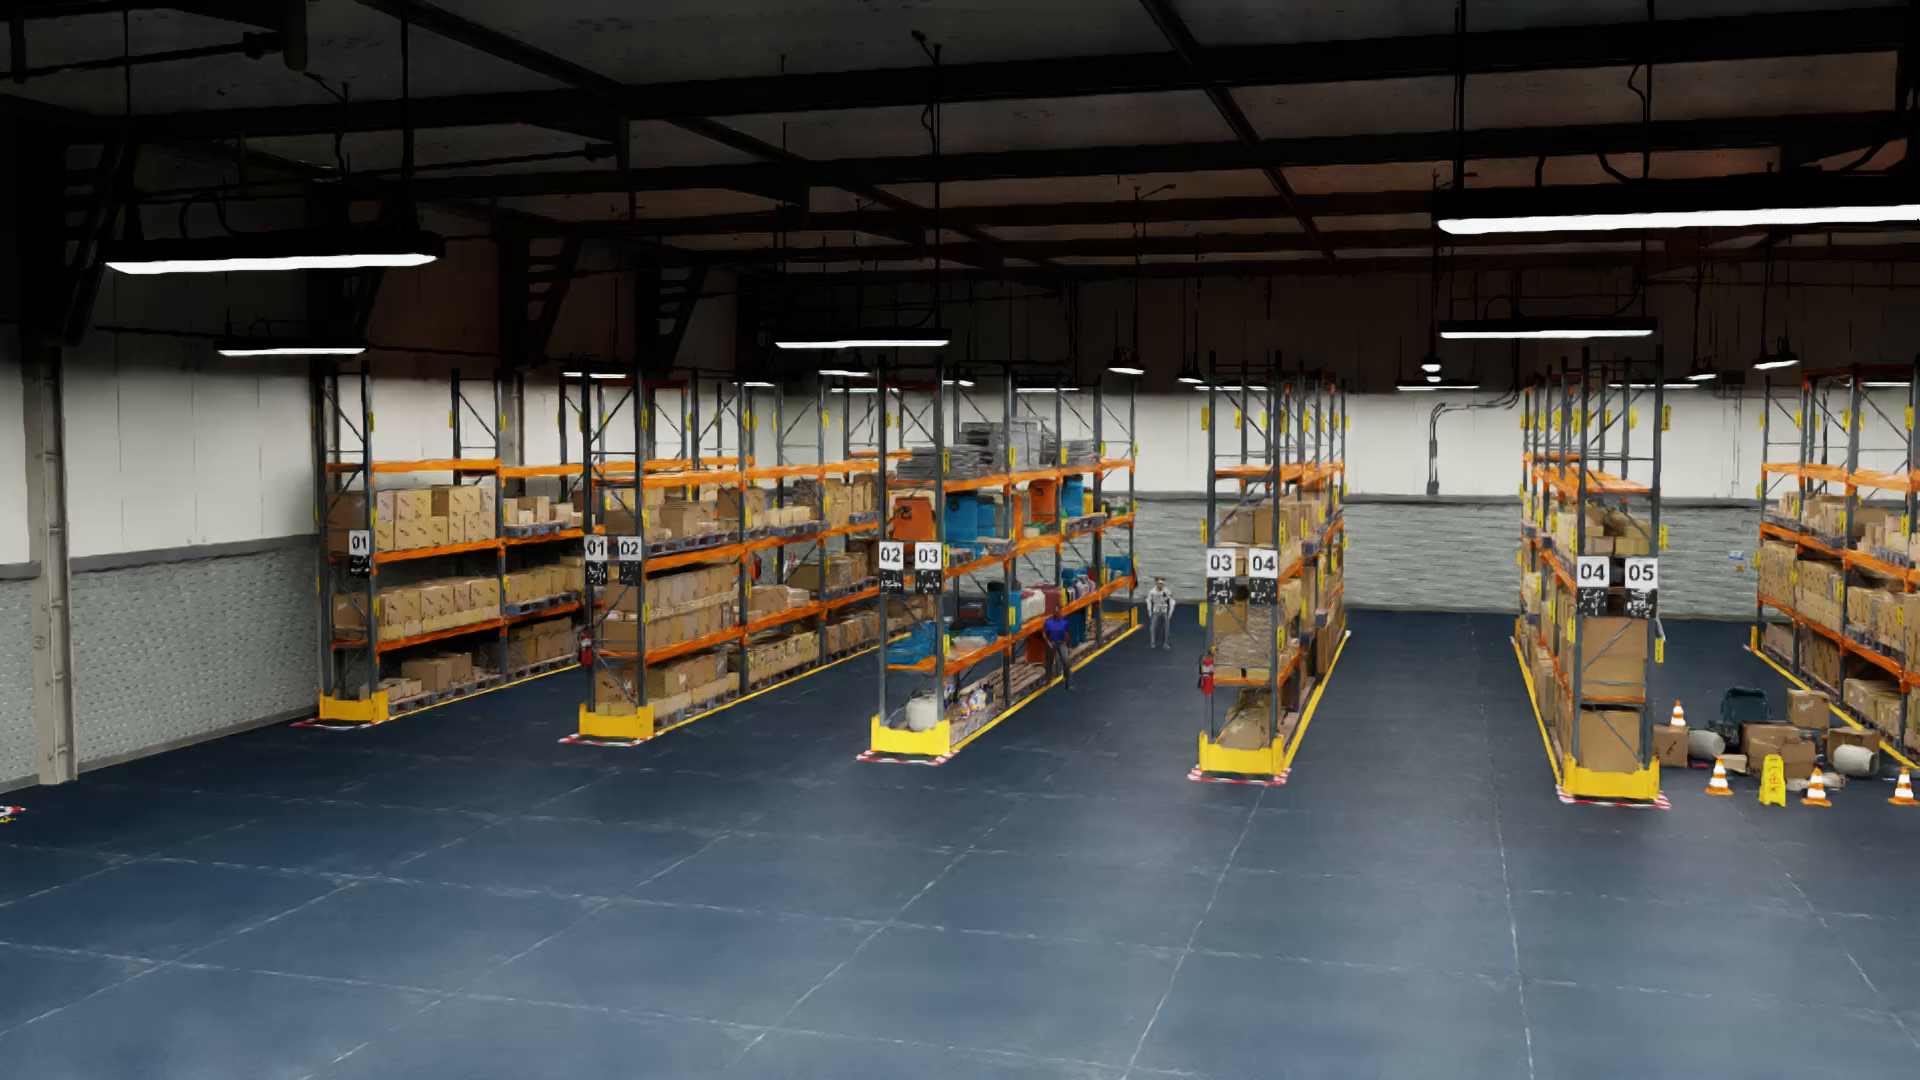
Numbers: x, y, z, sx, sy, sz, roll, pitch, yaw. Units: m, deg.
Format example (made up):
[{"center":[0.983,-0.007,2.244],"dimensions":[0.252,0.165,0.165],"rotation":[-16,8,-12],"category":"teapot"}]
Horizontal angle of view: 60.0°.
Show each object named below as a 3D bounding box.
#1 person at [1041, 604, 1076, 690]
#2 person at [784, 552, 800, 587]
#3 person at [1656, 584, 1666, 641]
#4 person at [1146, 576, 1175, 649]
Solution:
[{"center":[1.827,1.982,31.052],"dimensions":[0.621,1.593,0.826],"rotation":[0,4,-1],"category":"person"},{"center":[-4.442,1.058,44.375],"dimensions":[0.572,1.530,0.769],"rotation":[0,4,-4],"category":"person"},{"center":[15.780,1.477,37.838],"dimensions":[0.535,1.662,0.564],"rotation":[-1,4,-10],"category":"person"},{"center":[4.407,1.585,36.574],"dimensions":[0.639,1.628,0.491],"rotation":[1,4,14],"category":"person"}]
